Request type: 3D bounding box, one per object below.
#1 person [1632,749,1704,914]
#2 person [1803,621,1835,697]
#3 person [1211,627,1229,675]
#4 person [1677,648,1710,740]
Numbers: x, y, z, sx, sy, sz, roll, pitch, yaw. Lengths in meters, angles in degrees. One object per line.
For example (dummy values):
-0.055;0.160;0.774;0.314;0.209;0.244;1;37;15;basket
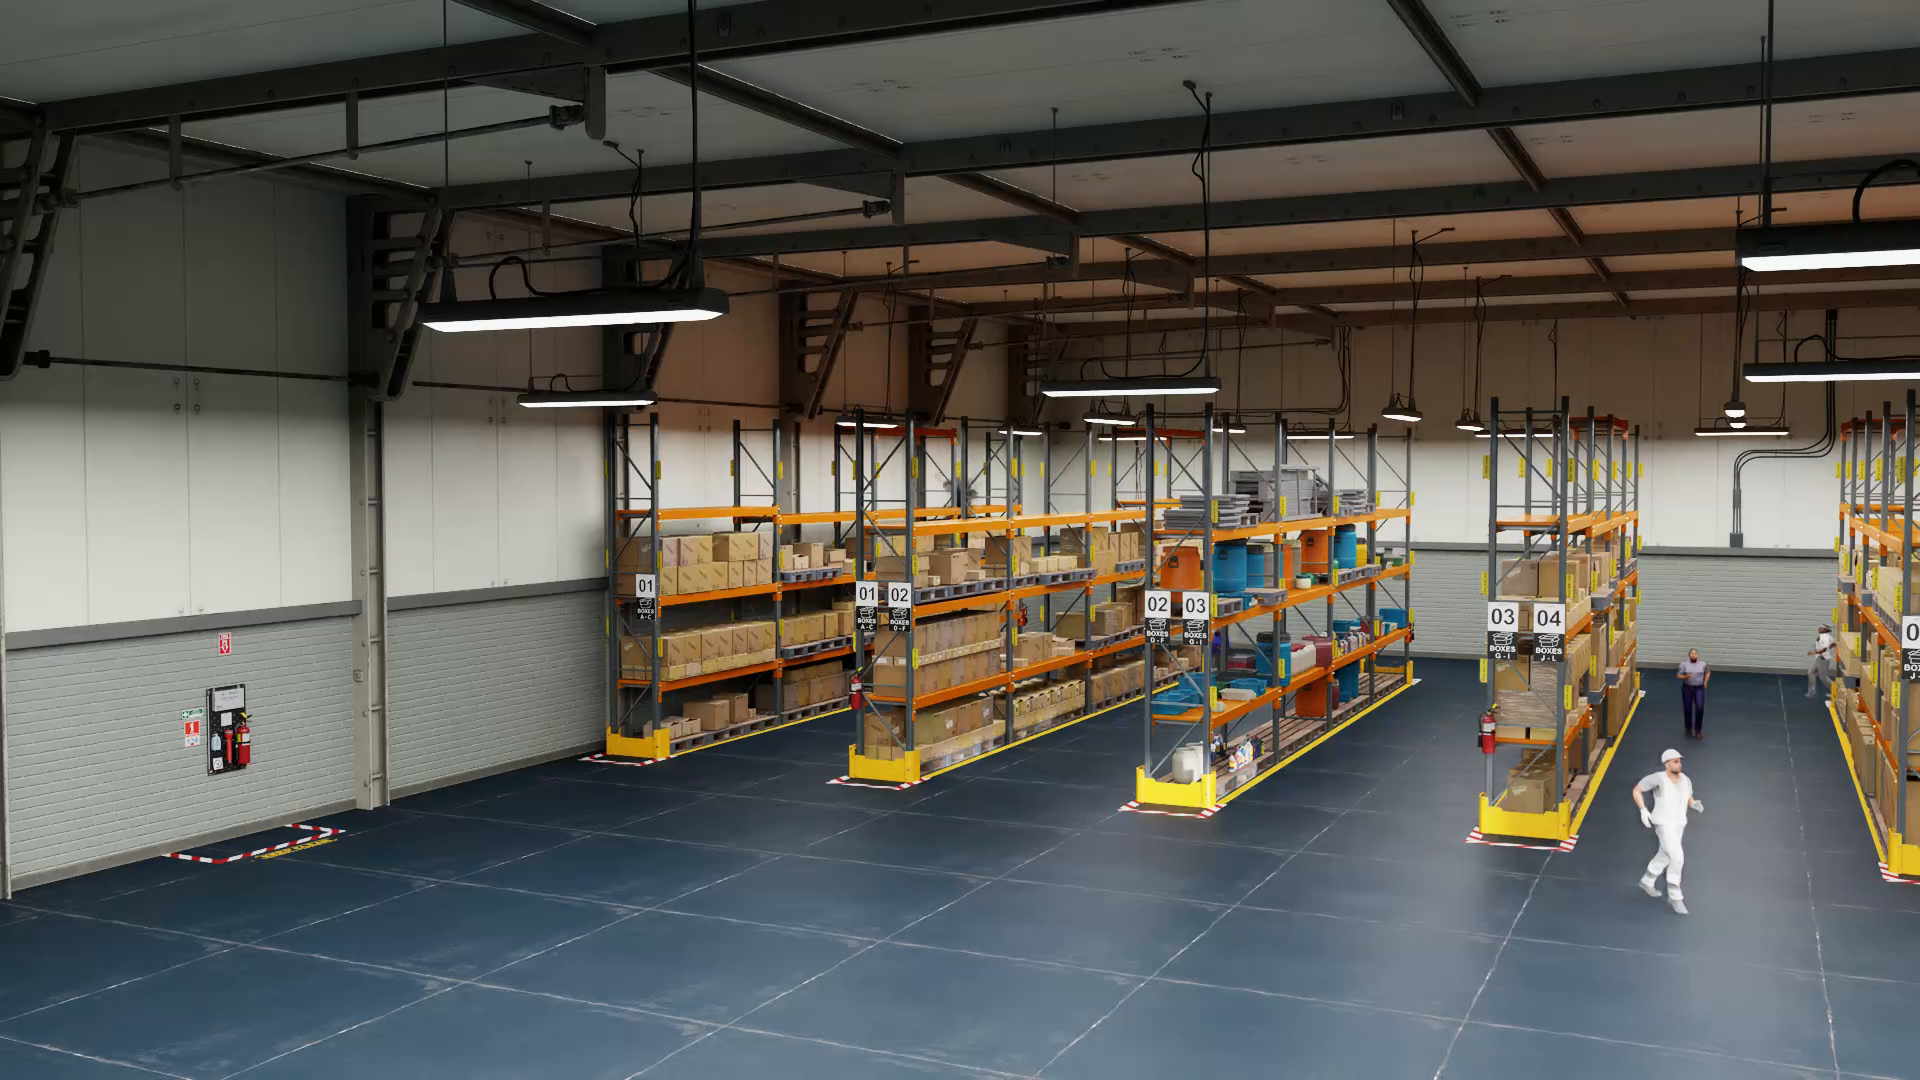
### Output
8.138;3.307;19.102;0.638;1.841;0.809;-1;3;-26;person
18.881;2.653;36.434;0.696;1.737;0.610;1;3;25;person
5.692;2.696;36.712;0.556;1.598;0.770;1;3;21;person
13.724;2.874;31.123;0.585;1.700;0.708;1;3;22;person
